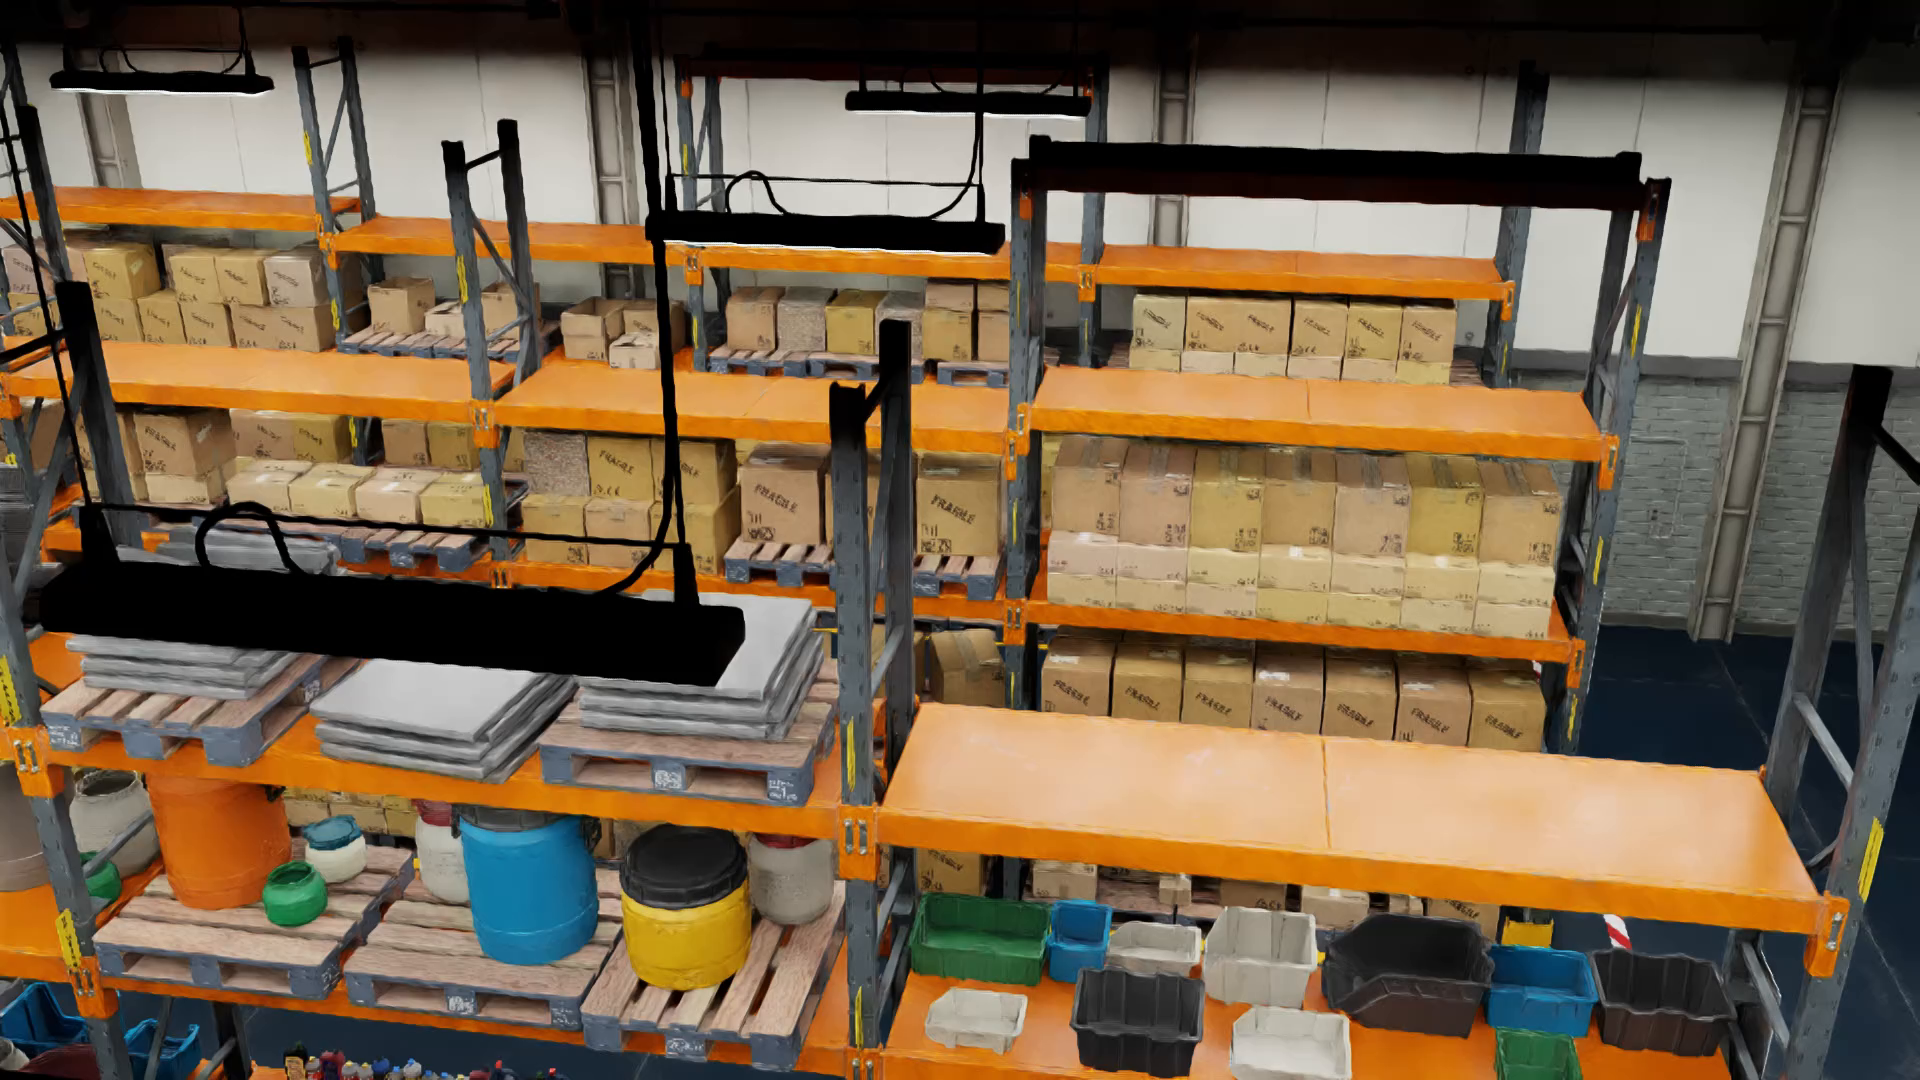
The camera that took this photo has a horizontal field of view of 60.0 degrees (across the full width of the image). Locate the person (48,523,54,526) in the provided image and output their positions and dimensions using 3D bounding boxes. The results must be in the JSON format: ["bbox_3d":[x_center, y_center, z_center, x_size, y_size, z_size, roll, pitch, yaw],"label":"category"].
[{"bbox_3d":[-10.089,0.055,17.973,0.627,1.738,0.476,-7,24,-16],"label":"person"}]
